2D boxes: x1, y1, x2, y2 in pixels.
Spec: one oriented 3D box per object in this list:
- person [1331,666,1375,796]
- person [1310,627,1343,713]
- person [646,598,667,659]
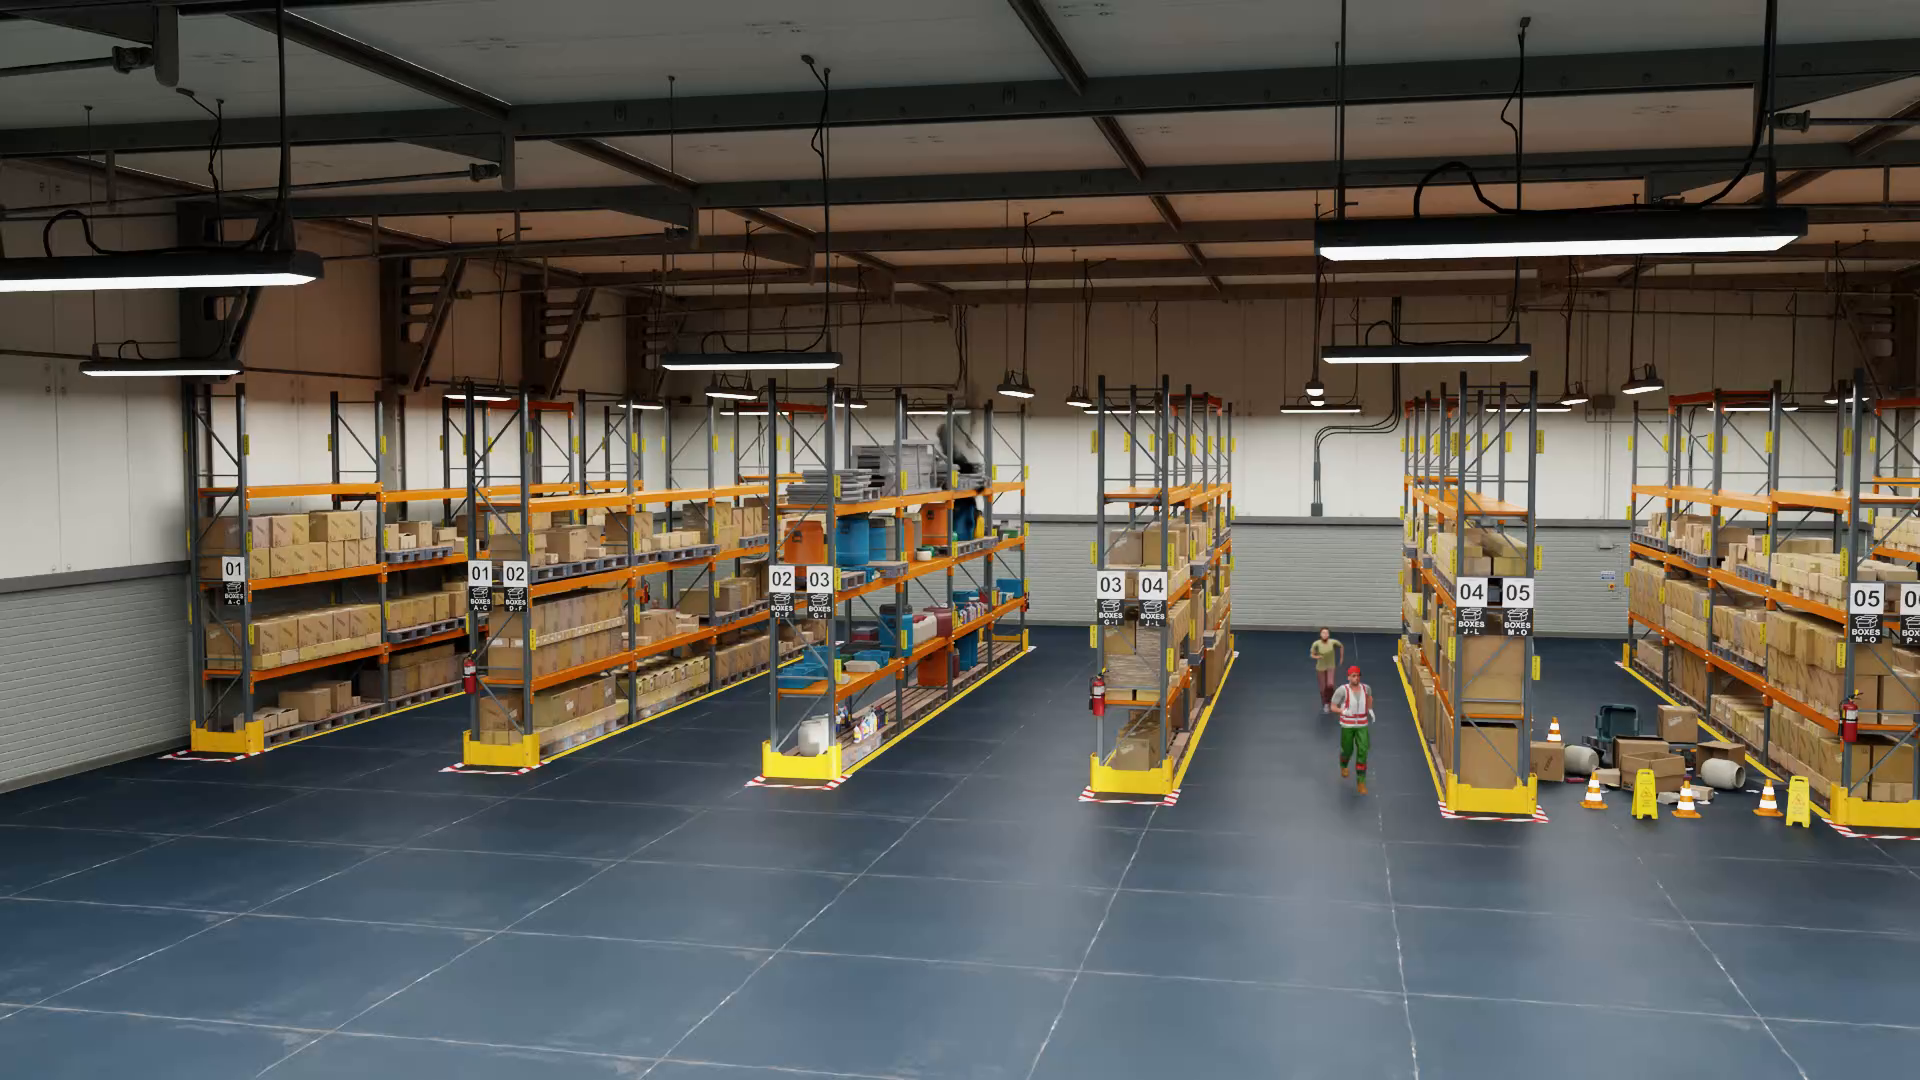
[{"bbox_3d":[5.712,2.723,24.164,0.691,1.808,1.011,0,3,-5],"label":"person"},{"bbox_3d":[6.782,2.404,30.769,0.611,1.619,0.745,1,3,12],"label":"person"},{"bbox_3d":[-6.569,2.111,35.974,0.663,1.720,0.833,1,3,9],"label":"person"}]
